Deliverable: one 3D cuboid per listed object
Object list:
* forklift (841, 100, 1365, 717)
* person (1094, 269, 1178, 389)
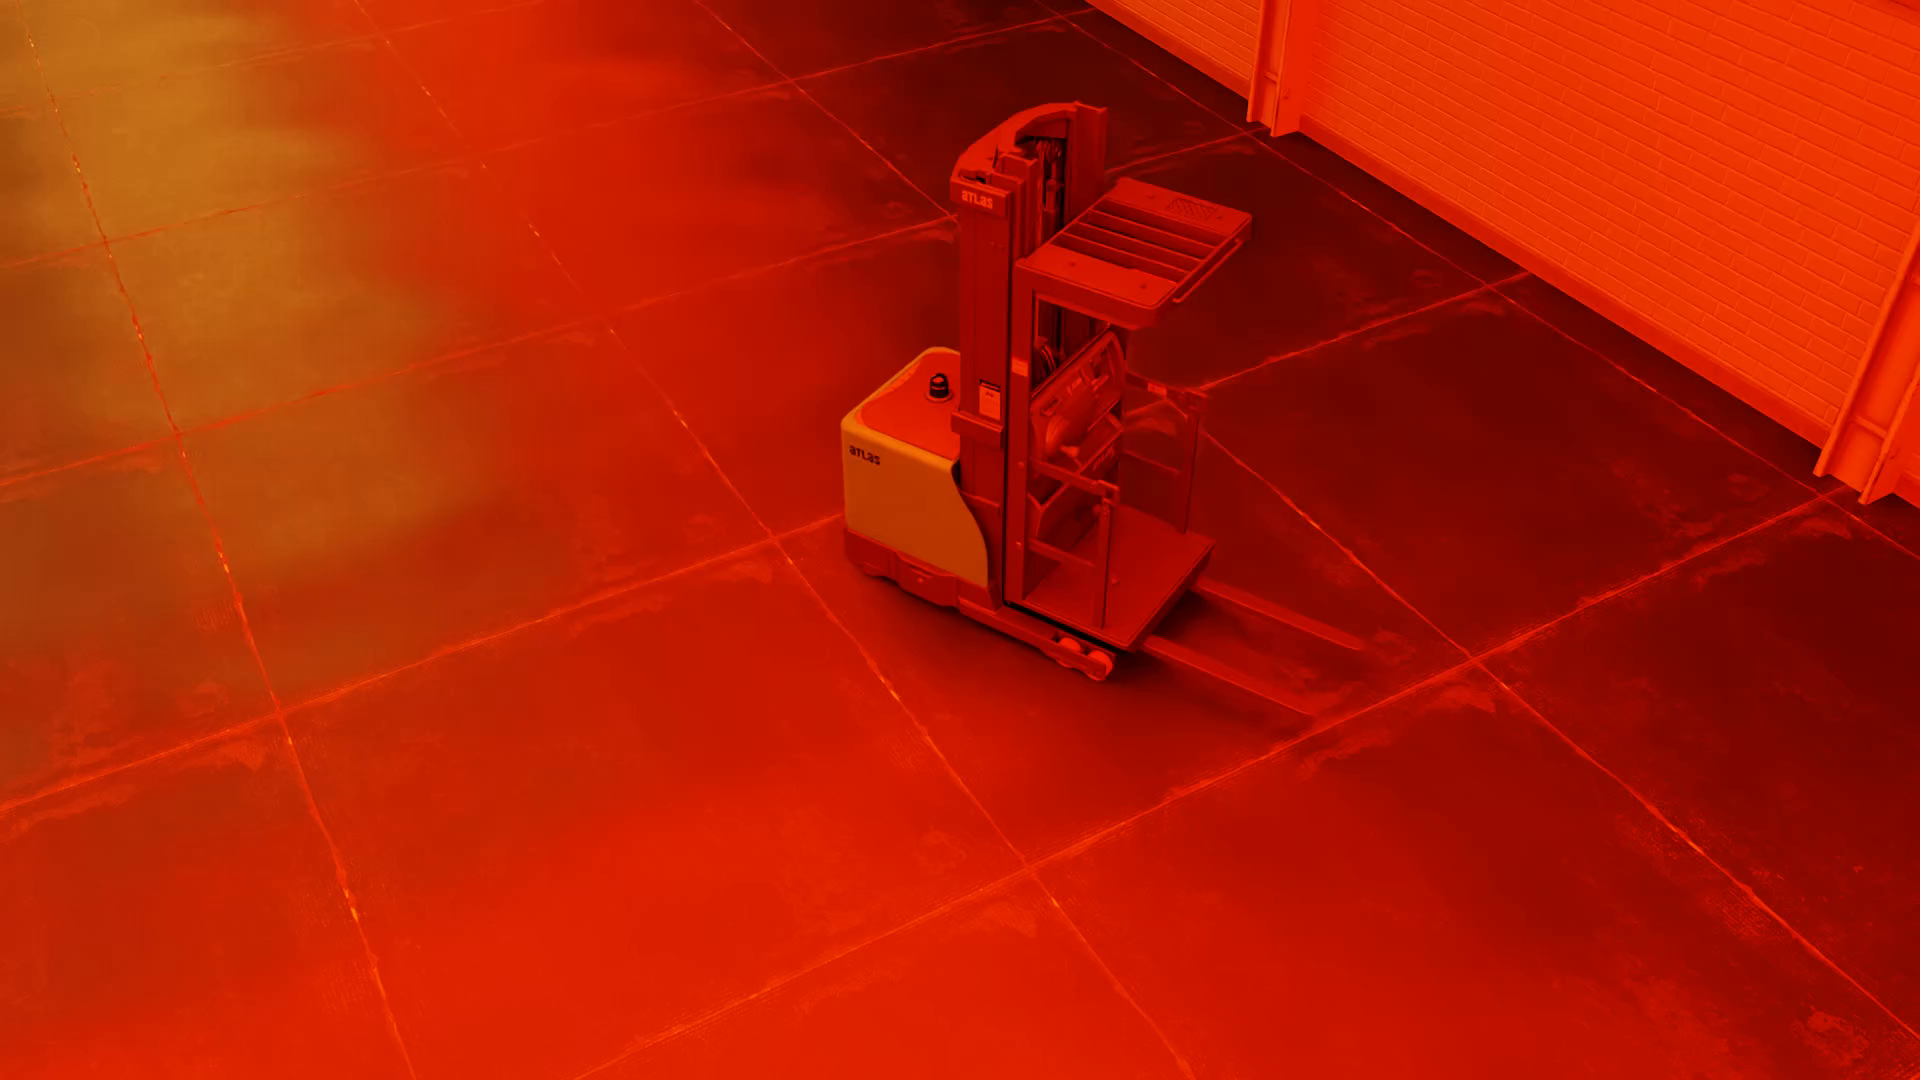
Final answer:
[{"bbox_3d":[0.813,-0.727,8.912,3.031,2.935,1.130,23,45,25],"label":"forklift"},{"bbox_3d":[0.793,-1.079,10.470,0.798,1.475,1.574,21,44,24],"label":"person"}]
